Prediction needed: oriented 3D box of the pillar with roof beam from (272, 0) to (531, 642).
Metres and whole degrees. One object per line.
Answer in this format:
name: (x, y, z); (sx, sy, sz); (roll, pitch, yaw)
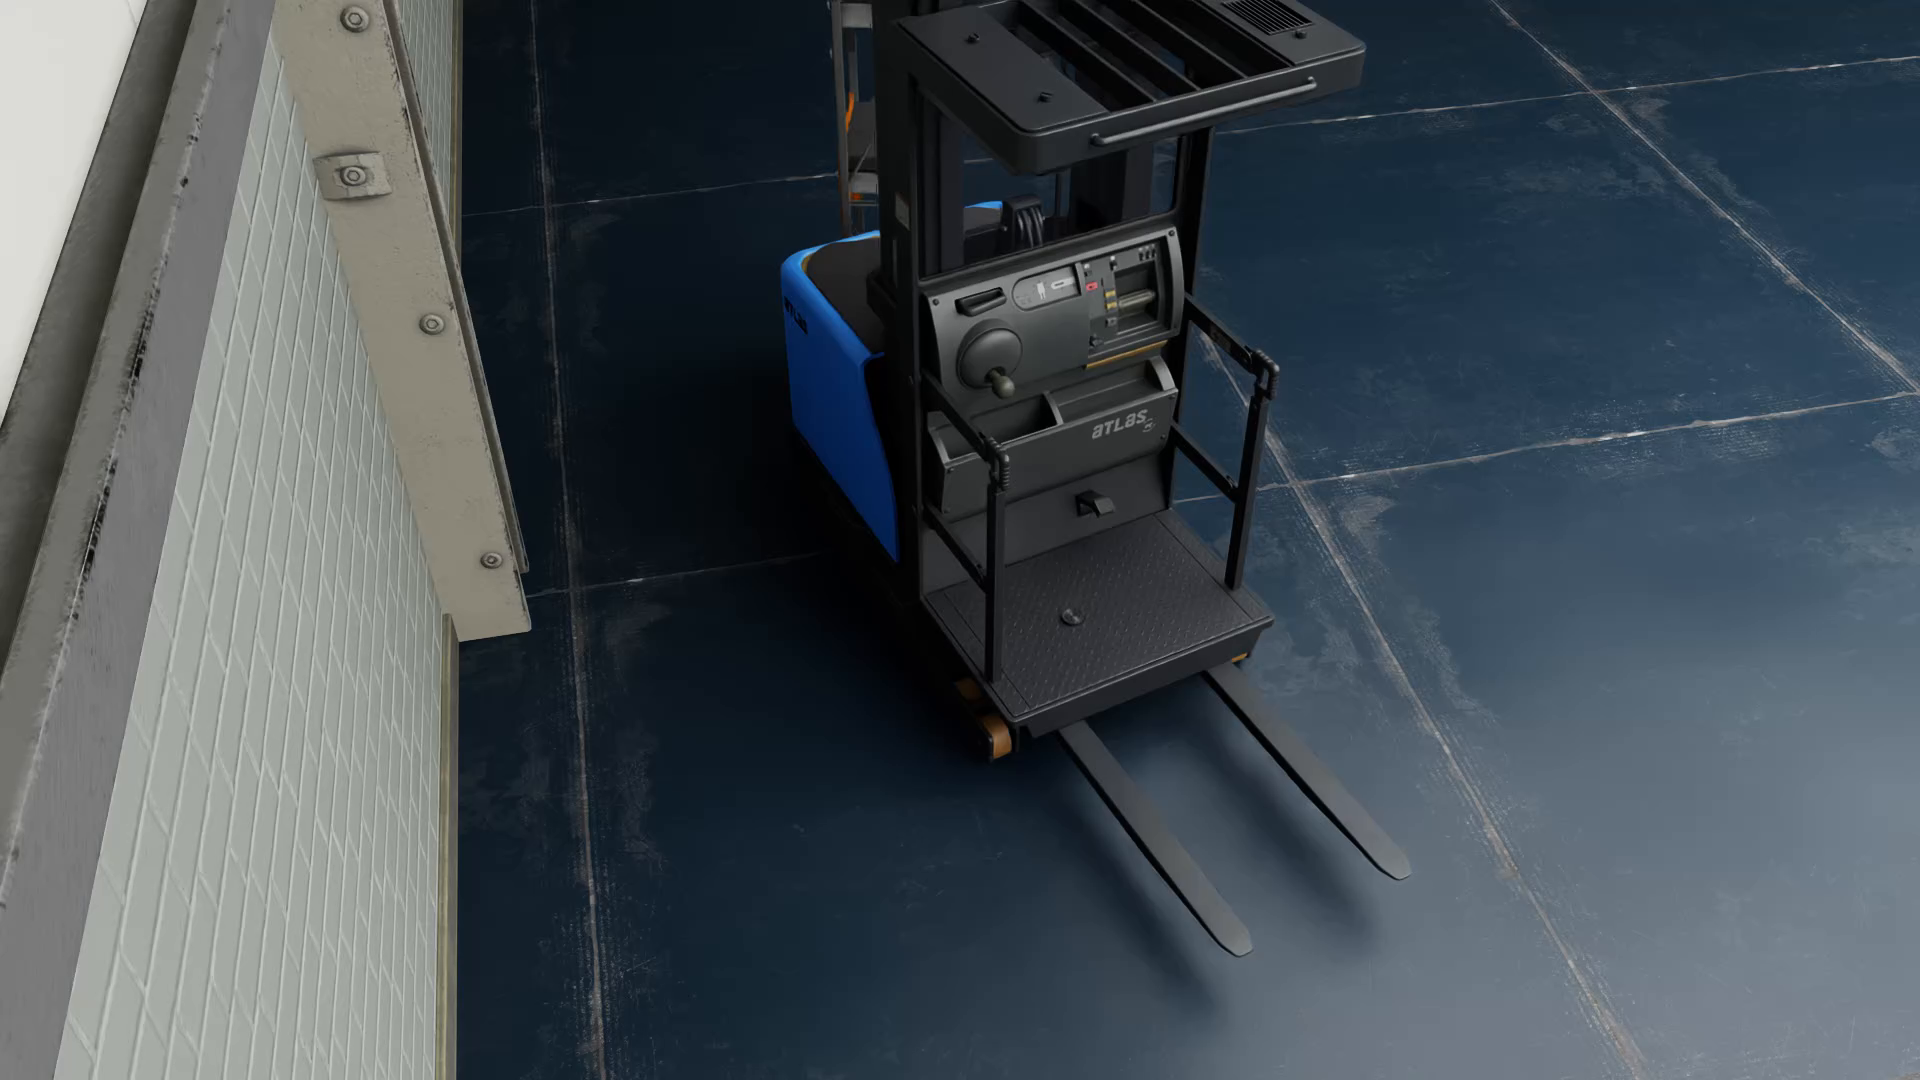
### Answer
pillar with roof beam: (2.370, -3.742, 4.186); (9.100, 9.000, 0.400); (-8, 42, -9)

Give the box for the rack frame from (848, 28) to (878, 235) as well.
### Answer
rack frame: (-0.256, -1.670, 7.049); (0.400, 2.100, 0.015); (2, 42, 2)

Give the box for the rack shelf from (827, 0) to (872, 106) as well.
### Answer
rack shelf: (-0.266, -2.021, 6.411); (0.431, 0.518, 0.480); (2, 42, 2)

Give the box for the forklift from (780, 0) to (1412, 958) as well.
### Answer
forklift: (0.426, -0.666, 5.293); (1.130, 2.935, 3.031); (-19, 45, -20)

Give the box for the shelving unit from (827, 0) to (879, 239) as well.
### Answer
shelving unit: (-0.266, -1.508, 6.867); (0.431, 2.100, 0.503); (2, 42, 2)

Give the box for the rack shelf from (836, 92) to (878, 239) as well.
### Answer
rack shelf: (-0.266, -1.498, 6.876); (0.431, 0.518, 0.480); (2, 42, 2)

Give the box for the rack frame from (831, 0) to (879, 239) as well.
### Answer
rack frame: (-0.276, -1.346, 6.685); (0.400, 2.100, 0.015); (2, 42, 2)
